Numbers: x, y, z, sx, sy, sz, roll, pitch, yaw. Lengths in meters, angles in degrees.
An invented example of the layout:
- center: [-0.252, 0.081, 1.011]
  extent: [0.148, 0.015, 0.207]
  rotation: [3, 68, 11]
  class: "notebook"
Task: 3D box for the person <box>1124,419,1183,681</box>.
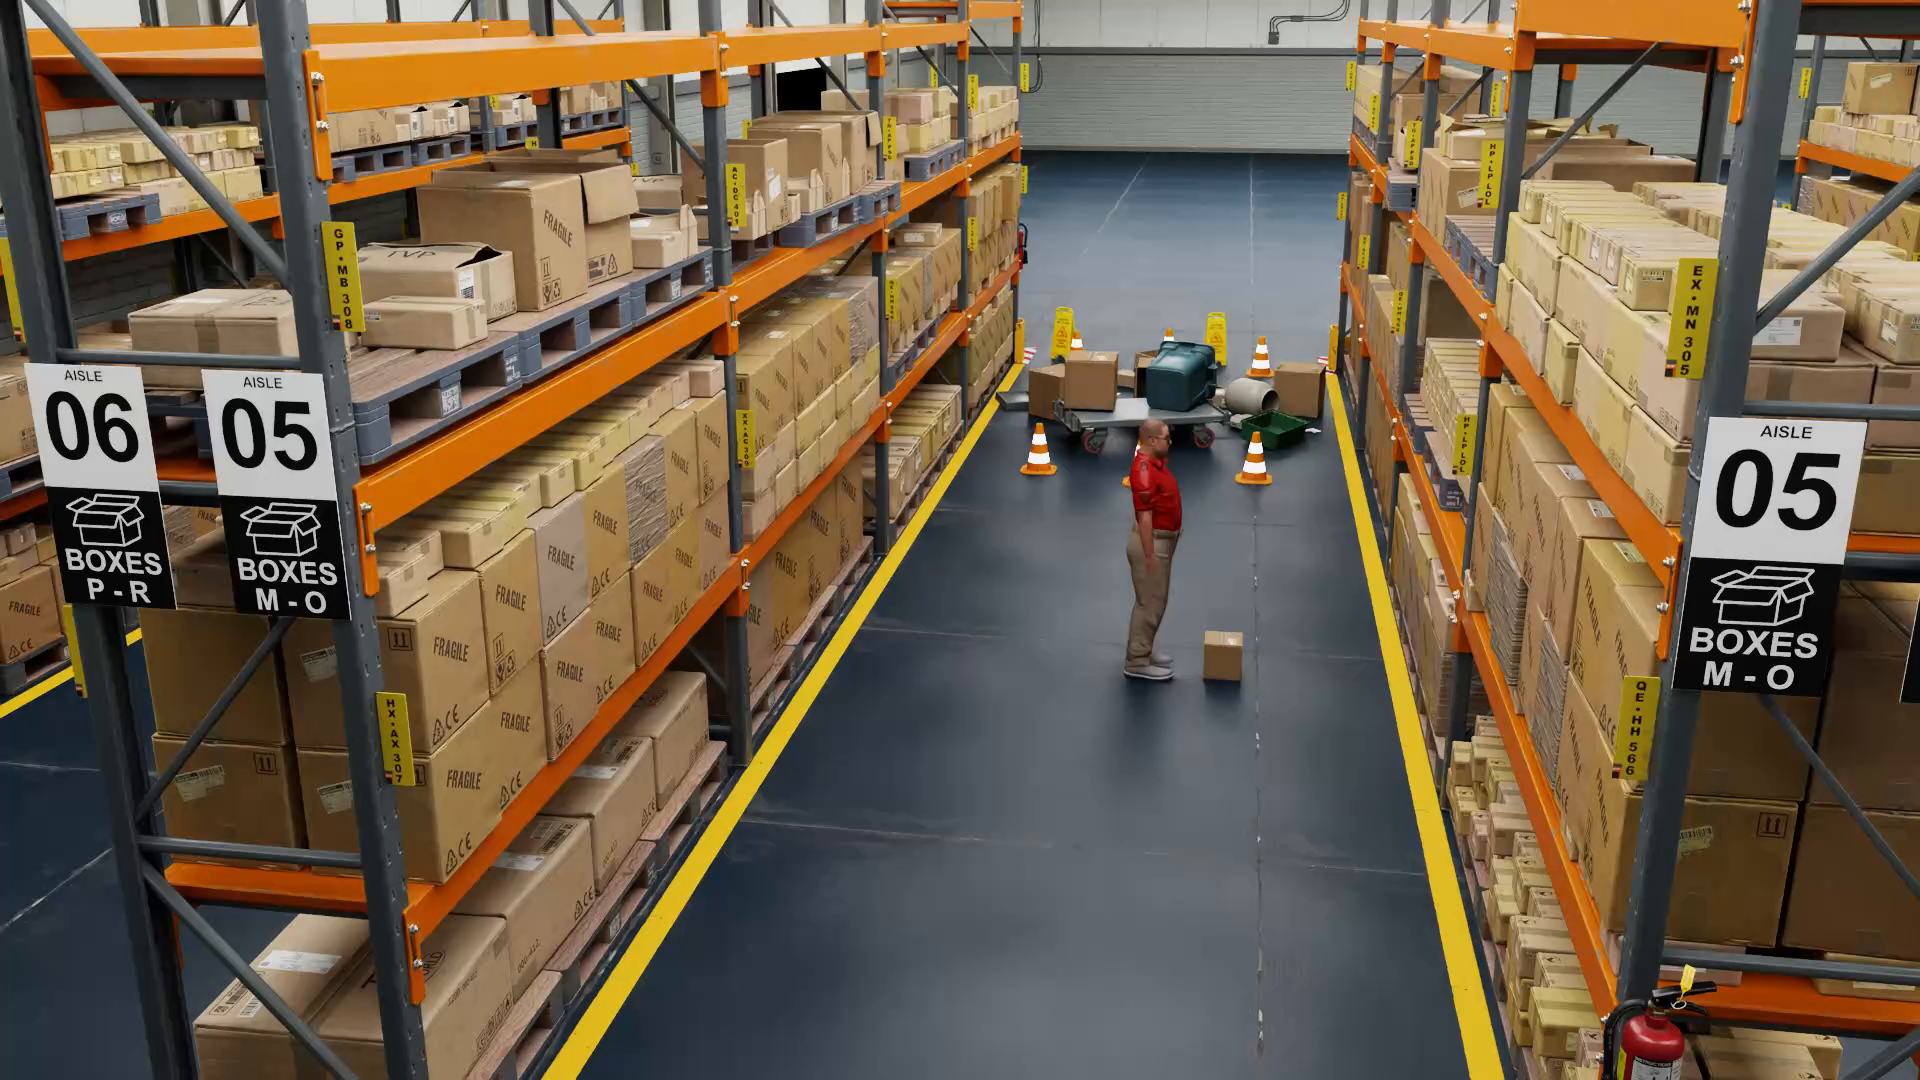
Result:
- center: [1.284, 0.051, 10.951]
  extent: [0.360, 1.733, 0.527]
  rotation: [3, 18, 10]
  class: "person"
